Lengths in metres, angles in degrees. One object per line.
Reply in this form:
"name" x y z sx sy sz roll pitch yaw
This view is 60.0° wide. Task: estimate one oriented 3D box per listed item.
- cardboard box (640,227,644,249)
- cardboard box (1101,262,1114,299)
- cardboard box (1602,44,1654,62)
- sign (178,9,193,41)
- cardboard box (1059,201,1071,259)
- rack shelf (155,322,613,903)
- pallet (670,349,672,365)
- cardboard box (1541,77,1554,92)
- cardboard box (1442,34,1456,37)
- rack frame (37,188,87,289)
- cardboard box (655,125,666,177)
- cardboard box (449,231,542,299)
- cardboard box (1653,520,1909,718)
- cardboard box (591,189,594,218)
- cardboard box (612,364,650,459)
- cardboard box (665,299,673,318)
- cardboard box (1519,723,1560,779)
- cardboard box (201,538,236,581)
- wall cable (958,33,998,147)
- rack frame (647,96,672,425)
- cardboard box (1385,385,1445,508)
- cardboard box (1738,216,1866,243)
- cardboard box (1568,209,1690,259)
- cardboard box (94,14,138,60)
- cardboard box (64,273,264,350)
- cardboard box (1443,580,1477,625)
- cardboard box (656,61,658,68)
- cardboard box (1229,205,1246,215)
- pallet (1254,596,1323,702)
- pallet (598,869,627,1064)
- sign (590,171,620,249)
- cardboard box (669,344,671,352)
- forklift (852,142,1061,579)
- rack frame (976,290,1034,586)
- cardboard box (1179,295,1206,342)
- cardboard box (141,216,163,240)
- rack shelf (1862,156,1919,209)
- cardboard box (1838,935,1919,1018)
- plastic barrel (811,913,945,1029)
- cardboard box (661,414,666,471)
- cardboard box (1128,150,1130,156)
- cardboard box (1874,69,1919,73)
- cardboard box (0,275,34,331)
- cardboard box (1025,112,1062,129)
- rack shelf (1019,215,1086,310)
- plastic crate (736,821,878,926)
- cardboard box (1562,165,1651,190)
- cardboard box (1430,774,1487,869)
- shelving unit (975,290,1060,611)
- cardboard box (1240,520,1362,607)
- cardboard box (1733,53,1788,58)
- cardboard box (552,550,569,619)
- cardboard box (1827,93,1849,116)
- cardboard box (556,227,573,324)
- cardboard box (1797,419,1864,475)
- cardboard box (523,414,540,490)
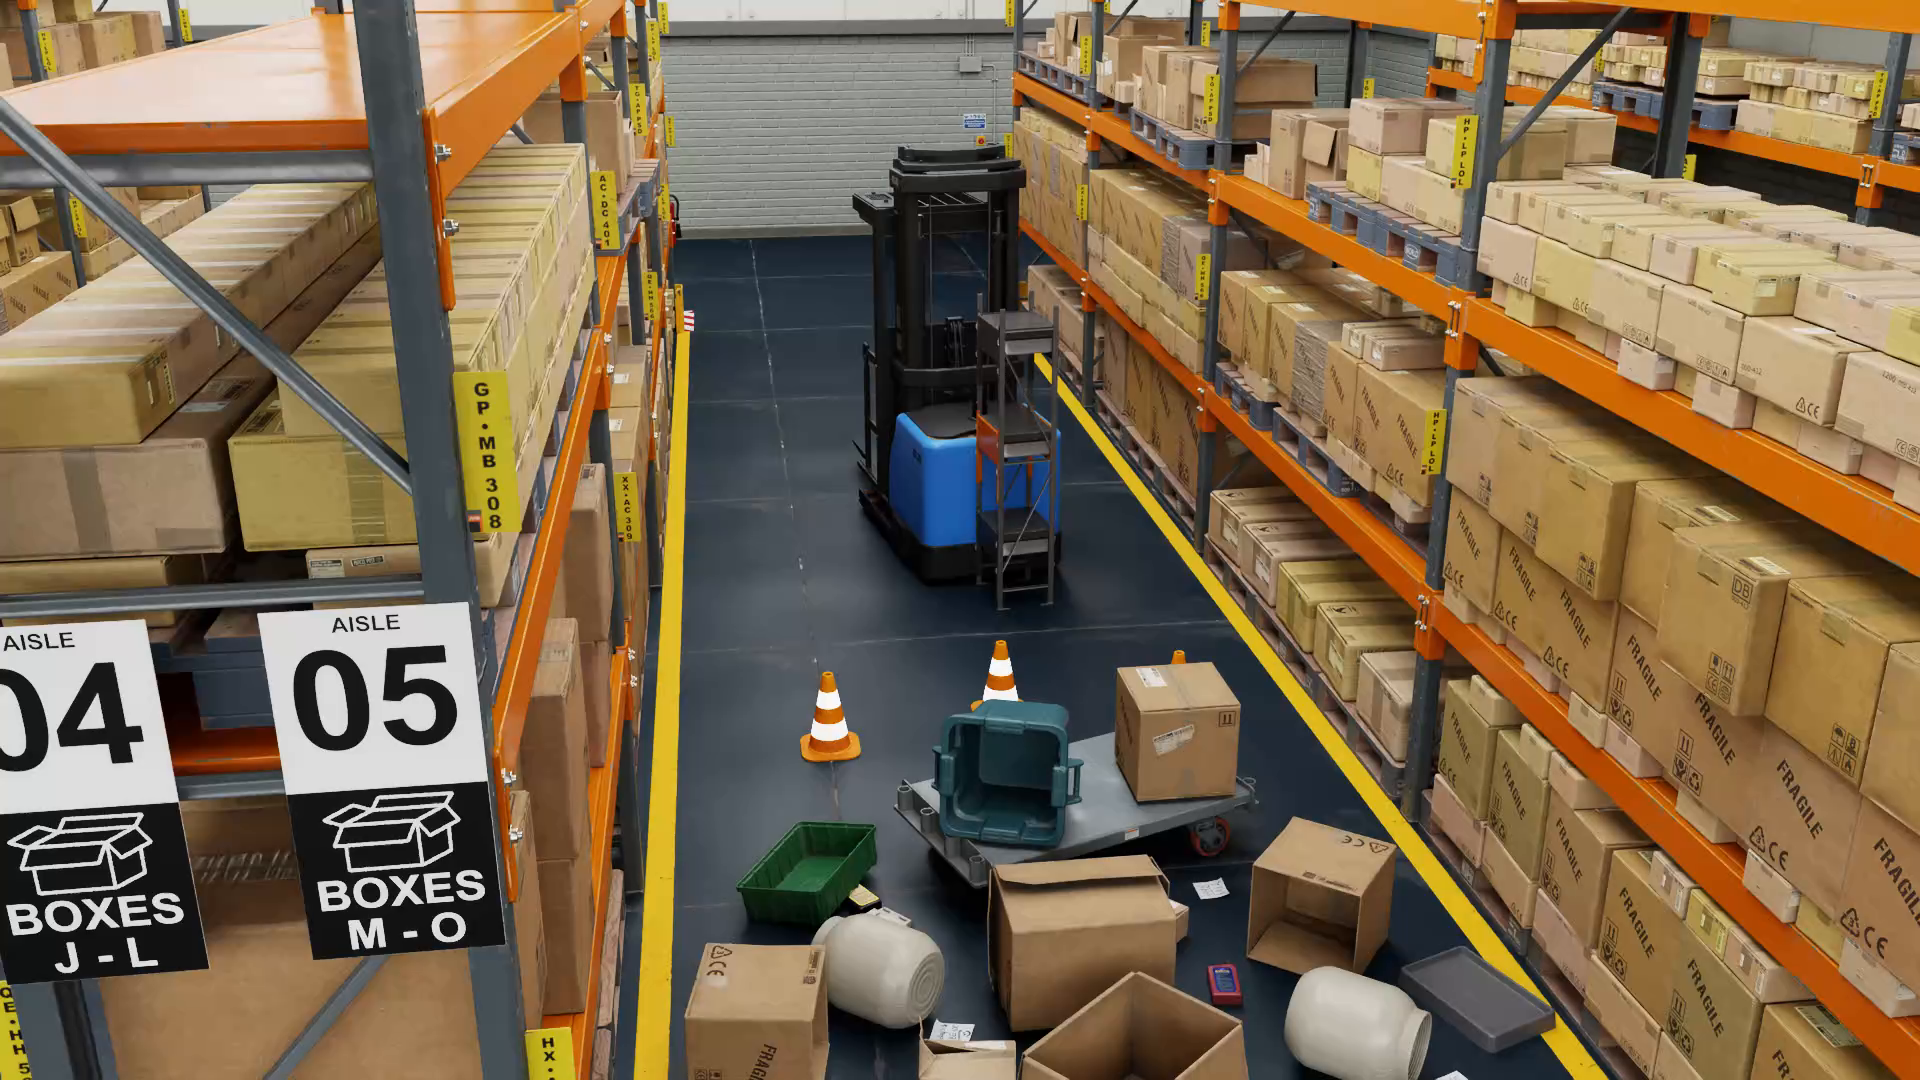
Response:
"cardboard box" -2.906 -2.581 14.248 0.380 0.149 0.250 -4 21 -9
"cardboard box" 1.565 -2.315 14.841 0.500 0.250 0.500 -3 21 -9
"cardboard box" 6.207 -4.526 15.452 0.380 0.149 0.250 -2 21 -6
"sign" -8.157 -5.420 17.502 0.100 0.325 0.005 -3 21 -8
"cardboard box" 1.287 -3.102 16.592 0.500 0.500 0.500 -3 21 -9
"rack shelf" -1.755 -0.051 5.307 1.077 0.370 4.000 -3 21 -8
"pallet" -3.508 -1.793 17.215 1.003 0.211 1.213 -3 21 -8
"cardboard box" 6.161 -4.642 16.930 0.380 0.149 0.250 -3 21 -8
"cardboard box" 5.837 -5.909 19.036 0.500 0.250 0.500 -3 21 -8
"rack frame" -8.120 -2.230 14.400 1.000 3.000 0.127 -3 21 -8
"cardboard box" -3.304 -3.984 17.098 0.500 0.500 0.500 -2 21 -5
"cardboard box" -1.382 -0.767 4.671 0.380 0.149 0.250 -3 21 -8
"cardboard box" 2.886 0.257 5.743 0.700 0.500 0.500 -3 21 -8
"cardboard box" -1.988 -1.705 8.322 0.380 0.149 0.250 -3 21 -8
"cardboard box" -2.219 -0.792 10.407 0.500 0.500 0.500 -3 21 -8
"cardboard box" -3.236 -2.443 17.595 0.380 0.149 0.250 -2 21 -6
"cardboard box" 2.692 0.918 7.301 0.380 0.149 0.250 -2 21 -6
"cardboard box" -1.886 -0.007 3.776 0.380 0.149 0.250 -3 21 -7
"wall cable" 0.274 -6.557 24.487 0.585 1.953 0.123 -3 21 -8
"rack frame" -3.197 -2.445 14.976 1.000 3.000 0.127 -3 21 -8
"cardboard box" 2.546 -0.491 8.576 0.500 0.500 0.500 -3 21 -9
"cardboard box" 3.267 -1.162 6.474 0.380 0.149 0.250 -3 21 -9
"cardboard box" 2.669 -1.223 6.635 0.380 0.149 0.250 -3 21 -8
"cardboard box" -8.606 -4.932 16.462 0.700 0.500 0.500 -4 21 -10
"cardboard box" -1.962 -0.559 4.116 0.380 0.149 0.250 -3 21 -7
"cardboard box" 2.568 0.283 8.031 0.380 0.149 0.250 -3 21 -8
"cardboard box" -3.309 -4.898 16.756 0.500 0.250 0.500 -3 21 -7
"cardboard box" 2.294 -2.394 13.268 0.500 0.500 0.500 -2 21 -6
"pallet" 2.547 0.653 10.665 1.003 0.211 1.213 -3 21 -8
"pallet" -2.011 1.898 7.332 1.003 0.211 1.213 -3 21 -8
"sign" -1.495 -1.388 7.007 0.100 0.325 0.005 -3 21 -8
"cardboard box" -3.234 -2.074 17.457 0.380 0.149 0.250 -3 21 -7
"forklift" -0.178 -1.582 12.762 1.130 2.935 3.031 -6 21 -16
"rack frame" 0.309 -0.681 11.539 0.400 2.100 0.015 -6 21 -16
"cardboard box" 1.942 -1.664 12.383 0.500 0.250 0.500 -3 21 -8
"cardboard box" -8.138 -2.998 16.244 0.500 0.250 0.500 -3 21 -8
"rack shelf" 7.463 -1.972 10.451 1.077 0.370 4.000 -3 21 -8
"cardboard box" 3.005 1.342 5.196 0.380 0.149 0.250 -3 21 -8
"plastic barrel" -0.362 1.847 7.166 0.512 0.421 0.421 12 24 30
"cardboard box" -2.698 -0.872 13.736 0.500 0.500 0.500 -3 21 -9
"cardboard box" 1.767 -3.846 16.227 0.380 0.149 0.250 -3 21 -8
"cardboard box" 7.351 -3.573 12.929 0.380 0.149 0.250 -3 21 -8
"cardboard box" -7.635 -1.777 13.043 0.500 0.500 0.500 -3 21 -8
"cardboard box" 0.920 -4.614 18.284 0.380 0.149 0.250 -2 21 -6
"rack shelf" 1.399 -3.085 17.718 1.077 0.370 4.000 -3 21 -8
"plastic crate" -0.722 1.609 8.058 0.450 0.188 0.662 -2 18 24
"cardboard box" 3.153 -1.714 8.346 0.500 0.250 0.500 -3 21 -9
"cardboard box" 2.658 1.349 8.146 0.500 0.250 0.500 -4 21 -10
"shelving unit" 0.379 -0.600 11.320 0.431 2.100 0.503 -6 21 -16
"cardboard box" 2.449 0.141 11.208 0.950 0.372 0.625 -3 21 -9
"cardboard box" 6.892 -4.104 14.321 0.380 0.149 0.250 -3 21 -7
"cardboard box" -1.888 0.256 5.985 0.875 0.550 0.550 -3 21 -8
"cardboard box" 6.867 -3.320 12.674 0.380 0.149 0.250 -3 21 -9
"cardboard box" -1.576 -0.887 5.564 0.500 0.250 0.500 -3 21 -8
"cardboard box" 2.962 -0.325 5.372 0.380 0.149 0.250 -3 21 -8
"cardboard box" -1.309 -0.219 4.344 0.380 0.149 0.250 -3 21 -7
